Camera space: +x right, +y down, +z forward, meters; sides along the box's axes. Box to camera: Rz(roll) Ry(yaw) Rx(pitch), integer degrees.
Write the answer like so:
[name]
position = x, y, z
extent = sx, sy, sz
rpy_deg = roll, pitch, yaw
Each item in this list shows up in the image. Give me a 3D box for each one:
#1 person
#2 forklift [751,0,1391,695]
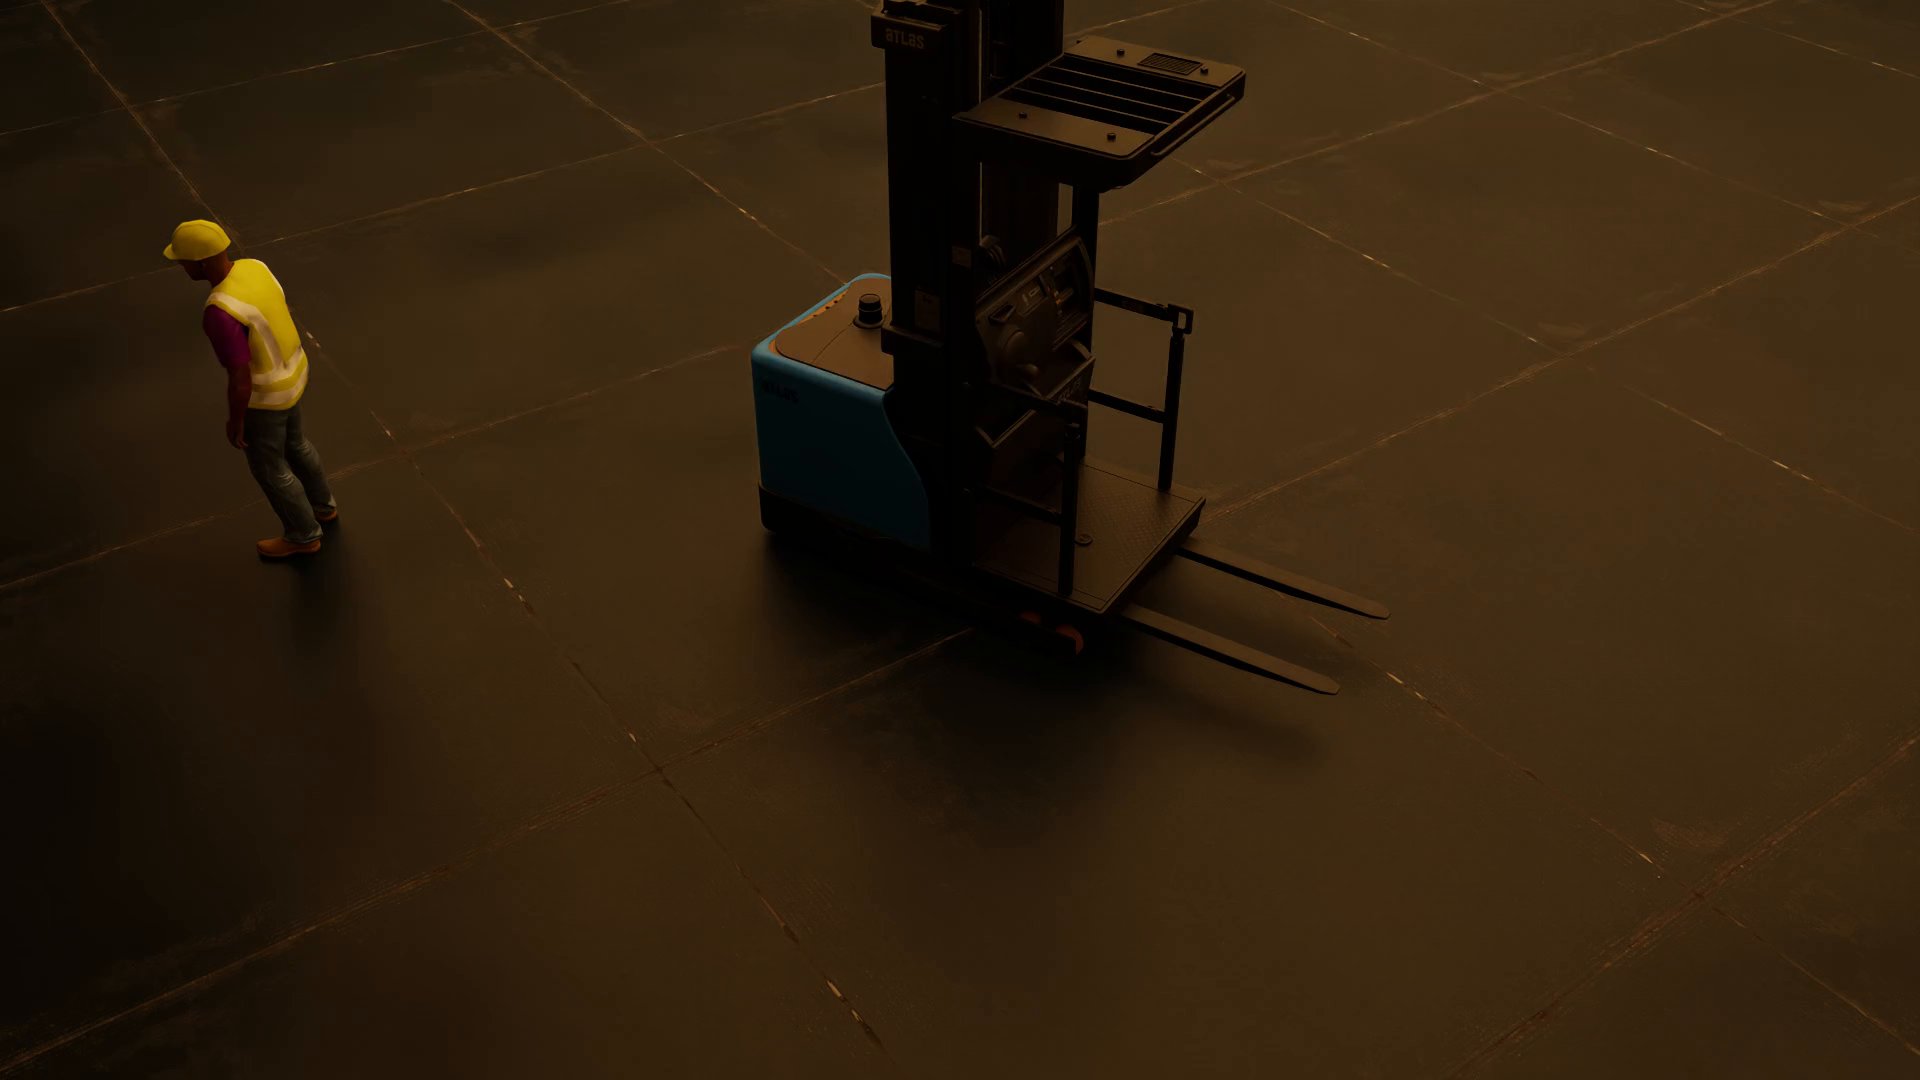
[person]
position = -3.334, -0.720, 7.906
extent = 0.454, 1.761, 0.636
rpy_deg = 0, 36, 0
[forklift]
position = 0.514, -0.985, 7.276
extent = 3.031, 2.935, 1.130
rpy_deg = 21, 41, 26
